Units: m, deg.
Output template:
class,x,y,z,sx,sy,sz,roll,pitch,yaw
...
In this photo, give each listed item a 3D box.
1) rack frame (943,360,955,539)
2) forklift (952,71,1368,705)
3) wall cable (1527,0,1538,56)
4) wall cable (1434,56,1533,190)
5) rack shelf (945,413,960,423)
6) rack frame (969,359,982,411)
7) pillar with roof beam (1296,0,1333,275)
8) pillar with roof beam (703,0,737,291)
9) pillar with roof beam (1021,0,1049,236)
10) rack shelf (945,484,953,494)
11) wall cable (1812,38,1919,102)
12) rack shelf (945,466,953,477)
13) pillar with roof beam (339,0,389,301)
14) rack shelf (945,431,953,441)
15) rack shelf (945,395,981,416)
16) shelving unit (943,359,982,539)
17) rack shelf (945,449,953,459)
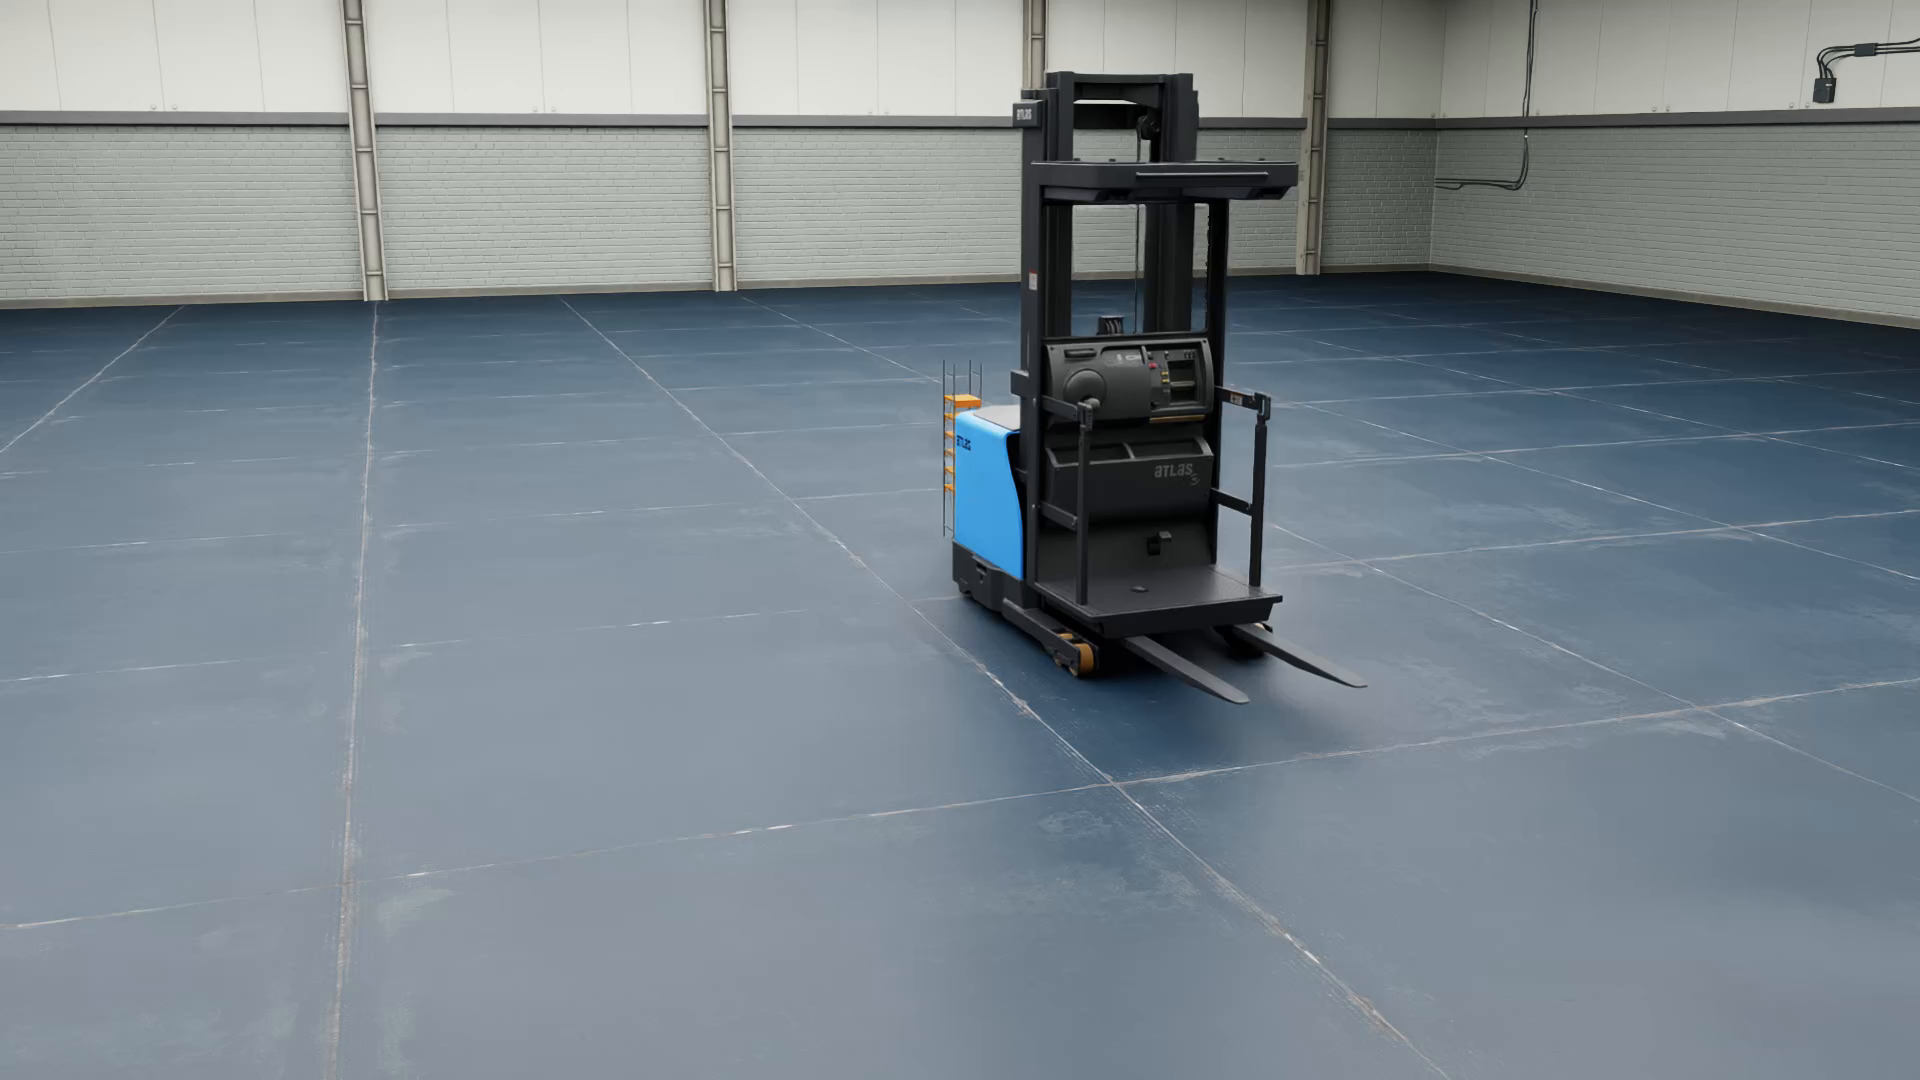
class,x,y,z,sx,sy,sz,roll,pitch,yaw
rack frame,-0.073,-0.578,10.980,0.006,1.200,0.240,-4,14,-18
forklift,0.965,-0.856,8.406,1.130,2.935,3.031,-5,14,-21
wall cable,11.174,-10.087,29.900,0.112,2.526,3.097,-4,14,-18
wall cable,10.312,-8.223,32.978,0.112,2.526,3.097,-4,14,-18
rack shelf,0.014,-0.775,10.963,0.180,0.103,0.258,-4,14,-18
rack frame,0.100,-0.592,11.037,0.006,1.200,0.240,-4,14,-18
pillar with roof beam,8.471,-8.862,28.955,0.400,9.000,9.100,-4,14,-18
pillar with roof beam,-2.903,-7.977,25.231,0.400,9.000,9.100,-4,14,-18
pillar with roof beam,2.784,-8.420,27.093,0.400,9.000,9.100,-4,14,-18
rack shelf,0.014,-0.308,11.074,0.180,0.103,0.258,-4,14,-18
wall cable,13.324,-9.305,23.467,0.169,6.003,2.305,-4,14,-18
rack shelf,0.014,-0.425,11.046,0.180,0.103,0.258,-4,14,-18
pillar with roof beam,-8.589,-7.534,23.370,0.400,9.000,9.100,-4,14,-18
rack shelf,0.014,-0.658,10.991,0.180,0.103,0.258,-4,14,-18
rack shelf,0.014,-0.892,10.935,0.180,0.103,0.258,-4,14,-18
shelving unit,0.014,-0.585,11.008,0.189,1.200,0.258,-4,14,-18
rack shelf,0.014,-0.542,11.019,0.180,0.103,0.258,-4,14,-18
